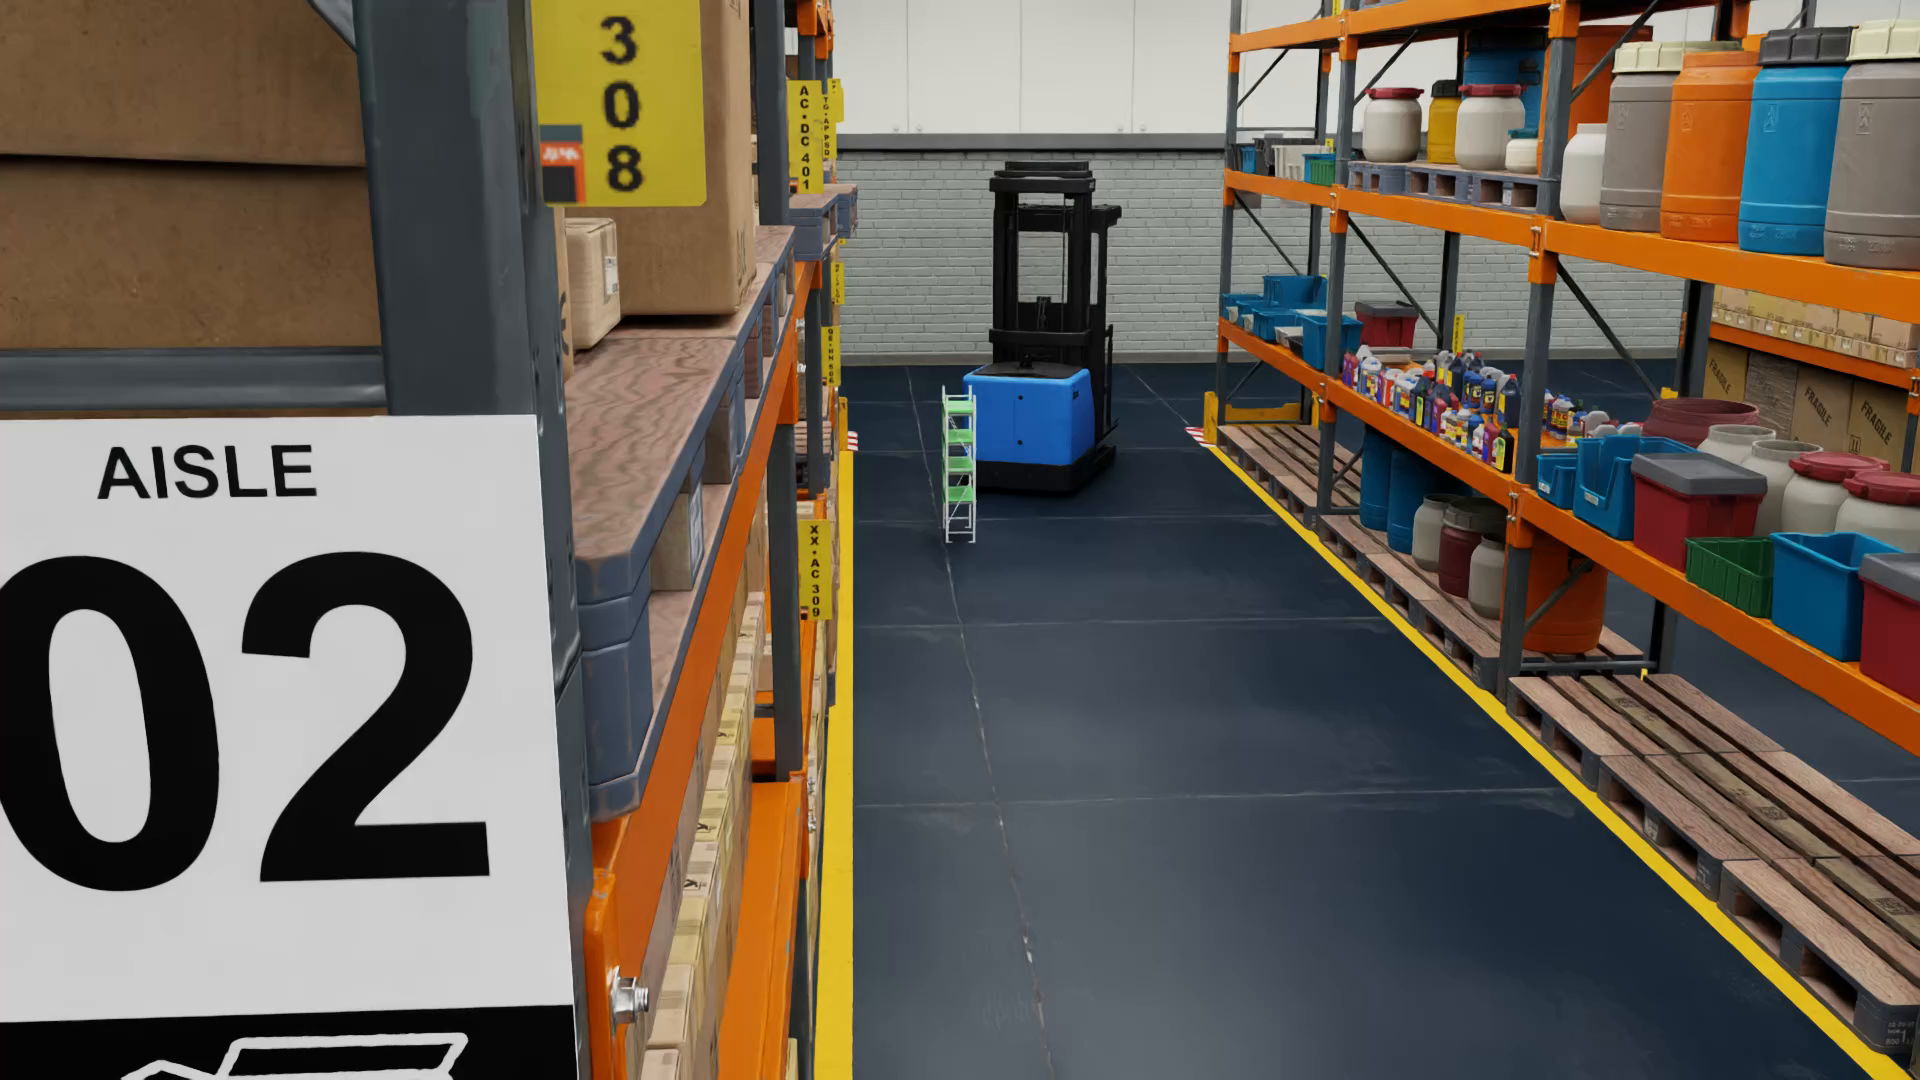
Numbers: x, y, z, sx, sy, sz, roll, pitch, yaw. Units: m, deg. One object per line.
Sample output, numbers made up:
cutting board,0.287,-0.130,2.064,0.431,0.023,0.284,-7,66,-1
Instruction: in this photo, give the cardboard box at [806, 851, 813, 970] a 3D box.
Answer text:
cardboard box,-0.787,1.312,5.959,0.500,0.311,0.500,-1,14,-3

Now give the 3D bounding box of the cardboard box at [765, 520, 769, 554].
cardboard box,-1.123,0.005,7.992,0.380,0.149,0.250,0,14,1

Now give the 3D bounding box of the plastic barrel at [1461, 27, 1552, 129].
plastic barrel,3.697,-2.980,11.221,0.600,0.901,0.708,-1,14,-3

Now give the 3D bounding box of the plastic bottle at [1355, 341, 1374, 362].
plastic bottle,3.139,-1.377,12.958,0.144,0.351,0.185,-1,14,-3

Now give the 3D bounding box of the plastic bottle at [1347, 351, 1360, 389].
plastic bottle,3.044,-1.316,12.856,0.061,0.283,0.133,-1,14,-3

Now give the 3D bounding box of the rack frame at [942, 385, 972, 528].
rack frame,-0.025,-0.683,13.773,0.240,1.200,0.015,-1,14,-3

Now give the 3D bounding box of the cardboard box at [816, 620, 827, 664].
cardboard box,-0.980,0.550,8.919,0.500,0.311,0.500,-1,14,-2

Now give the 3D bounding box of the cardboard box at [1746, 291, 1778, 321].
cardboard box,7.961,-2.268,16.027,0.500,0.250,0.500,-1,14,-5

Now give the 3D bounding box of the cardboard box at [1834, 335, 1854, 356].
cardboard box,7.988,-1.721,14.699,0.380,0.149,0.250,-1,14,-2

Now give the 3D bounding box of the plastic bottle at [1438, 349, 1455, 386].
plastic bottle,3.678,-1.254,12.479,0.144,0.351,0.185,-1,14,-3

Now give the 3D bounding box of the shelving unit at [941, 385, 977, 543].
shelving unit,-0.010,-0.622,13.537,0.258,1.200,0.503,-1,14,-3

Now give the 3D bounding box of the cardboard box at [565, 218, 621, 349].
cardboard box,-0.659,-0.341,2.193,0.380,0.149,0.250,-1,14,-3

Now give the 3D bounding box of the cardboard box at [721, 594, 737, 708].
cardboard box,-0.944,0.121,4.233,0.700,0.500,0.500,-1,14,-4

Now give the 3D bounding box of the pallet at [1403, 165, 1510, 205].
pallet,3.658,-2.389,11.152,1.003,0.211,1.213,-1,14,-3

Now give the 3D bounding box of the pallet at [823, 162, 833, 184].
pallet,-1.535,-2.626,12.072,1.213,0.211,1.003,-1,14,-3

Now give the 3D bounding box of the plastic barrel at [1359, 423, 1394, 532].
plastic barrel,3.455,-0.555,13.033,0.600,0.901,0.708,-1,14,-3

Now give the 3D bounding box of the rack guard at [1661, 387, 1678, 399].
rack guard,8.133,-1.370,17.849,1.175,0.500,0.348,-1,14,-3

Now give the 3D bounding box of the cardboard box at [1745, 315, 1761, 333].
cardboard box,7.892,-2.104,16.189,0.380,0.149,0.250,-1,14,-5

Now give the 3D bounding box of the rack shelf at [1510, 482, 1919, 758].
rack shelf,3.810,0.337,7.640,1.077,0.370,4.000,-1,14,-3

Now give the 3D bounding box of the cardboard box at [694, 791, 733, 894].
cardboard box,-0.683,0.645,3.497,0.380,0.149,0.250,0,14,-2

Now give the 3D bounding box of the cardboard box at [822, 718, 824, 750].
cardboard box,-0.946,0.950,8.489,0.500,0.250,0.500,-1,14,-4

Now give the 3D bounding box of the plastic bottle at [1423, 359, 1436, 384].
plastic bottle,3.662,-1.308,12.988,0.097,0.201,0.097,0,14,0

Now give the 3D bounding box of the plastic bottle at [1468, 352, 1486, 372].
plastic bottle,3.833,-1.210,12.309,0.144,0.351,0.185,-1,14,-3

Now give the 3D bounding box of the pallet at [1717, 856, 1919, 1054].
pallet,3.847,1.642,6.722,1.003,0.211,1.213,-1,14,-3

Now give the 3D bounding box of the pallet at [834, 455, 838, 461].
pallet,-1.626,-0.552,15.250,1.003,0.211,1.213,-1,14,-3

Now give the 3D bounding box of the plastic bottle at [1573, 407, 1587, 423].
plastic bottle,3.913,-0.702,10.495,0.097,0.271,0.097,0,14,0

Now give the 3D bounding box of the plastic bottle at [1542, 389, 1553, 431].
plastic bottle,3.931,-0.876,11.168,0.097,0.271,0.097,0,14,0

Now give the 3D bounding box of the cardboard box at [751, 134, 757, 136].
cardboard box,-1.173,-1.905,8.348,0.500,0.250,0.500,-2,15,-8

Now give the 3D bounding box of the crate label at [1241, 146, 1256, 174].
crate label,2.925,-3.645,15.950,0.408,0.251,0.502,-1,14,-3

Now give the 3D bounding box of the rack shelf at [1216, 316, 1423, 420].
rack shelf,3.315,-1.653,15.373,1.077,0.370,4.000,-1,14,-3

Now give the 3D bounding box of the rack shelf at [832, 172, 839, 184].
rack shelf,-1.629,-3.030,14.706,1.077,0.370,4.000,-1,14,-3

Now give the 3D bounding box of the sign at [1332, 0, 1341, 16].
sign,3.739,-5.260,16.558,0.100,0.325,0.005,-1,14,-3

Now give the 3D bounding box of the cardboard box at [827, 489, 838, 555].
cardboard box,-1.136,-0.064,11.891,0.500,0.500,0.500,-1,14,-3

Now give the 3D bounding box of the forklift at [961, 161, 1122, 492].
forklift,0.923,-2.176,16.102,1.130,2.935,3.031,4,15,16

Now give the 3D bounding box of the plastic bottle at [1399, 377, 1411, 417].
plastic bottle,3.139,-1.003,11.663,0.097,0.271,0.097,0,14,0

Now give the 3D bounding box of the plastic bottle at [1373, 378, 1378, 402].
plastic bottle,3.102,-1.118,12.249,0.097,0.201,0.097,0,14,0

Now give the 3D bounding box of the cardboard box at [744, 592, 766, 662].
cardboard box,-0.779,0.263,4.981,0.380,0.149,0.250,-1,14,-3

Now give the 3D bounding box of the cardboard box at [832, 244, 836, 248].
cardboard box,-1.286,-2.211,13.891,0.500,0.500,0.500,-1,14,-5

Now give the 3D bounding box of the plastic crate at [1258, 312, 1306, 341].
plastic crate,2.978,-1.978,15.409,0.416,0.233,0.300,-1,14,-3

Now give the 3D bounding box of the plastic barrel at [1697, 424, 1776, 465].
plastic barrel,3.963,-0.310,8.488,0.421,0.512,0.421,0,14,0

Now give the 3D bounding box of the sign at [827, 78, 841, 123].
sign,-0.952,-3.331,12.606,0.100,0.325,0.005,-1,14,-3

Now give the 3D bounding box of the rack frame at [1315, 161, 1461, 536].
rack frame,3.439,-1.504,13.350,1.000,3.000,0.127,-1,14,-3

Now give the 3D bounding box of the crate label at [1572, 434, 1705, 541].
crate label,3.478,-0.275,8.503,0.502,0.435,0.616,-1,14,-3

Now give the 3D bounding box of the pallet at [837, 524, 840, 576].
pallet,-1.417,0.124,12.620,1.003,0.211,1.213,-1,14,-3

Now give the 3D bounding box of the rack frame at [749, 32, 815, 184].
rack frame,-1.258,-3.339,8.443,1.000,3.000,0.127,-1,14,-3

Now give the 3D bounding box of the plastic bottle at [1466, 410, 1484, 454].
plastic bottle,3.220,-0.675,10.389,0.097,0.271,0.097,0,14,0

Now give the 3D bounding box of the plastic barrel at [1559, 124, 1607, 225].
plastic barrel,3.400,-1.934,8.778,0.421,0.512,0.421,0,14,0

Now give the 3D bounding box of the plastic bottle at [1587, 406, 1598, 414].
plastic bottle,3.991,-0.714,10.516,0.061,0.283,0.133,-1,14,-3

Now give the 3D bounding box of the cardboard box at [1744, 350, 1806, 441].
cardboard box,8.310,-1.365,16.233,0.875,0.875,0.875,-1,14,-3

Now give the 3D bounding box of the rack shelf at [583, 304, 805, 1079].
rack shelf,-0.886,-0.045,3.107,1.077,0.370,4.000,-1,14,-3

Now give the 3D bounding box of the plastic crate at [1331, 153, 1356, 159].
plastic crate,3.537,-3.608,15.933,0.450,0.188,0.336,-1,14,-3
